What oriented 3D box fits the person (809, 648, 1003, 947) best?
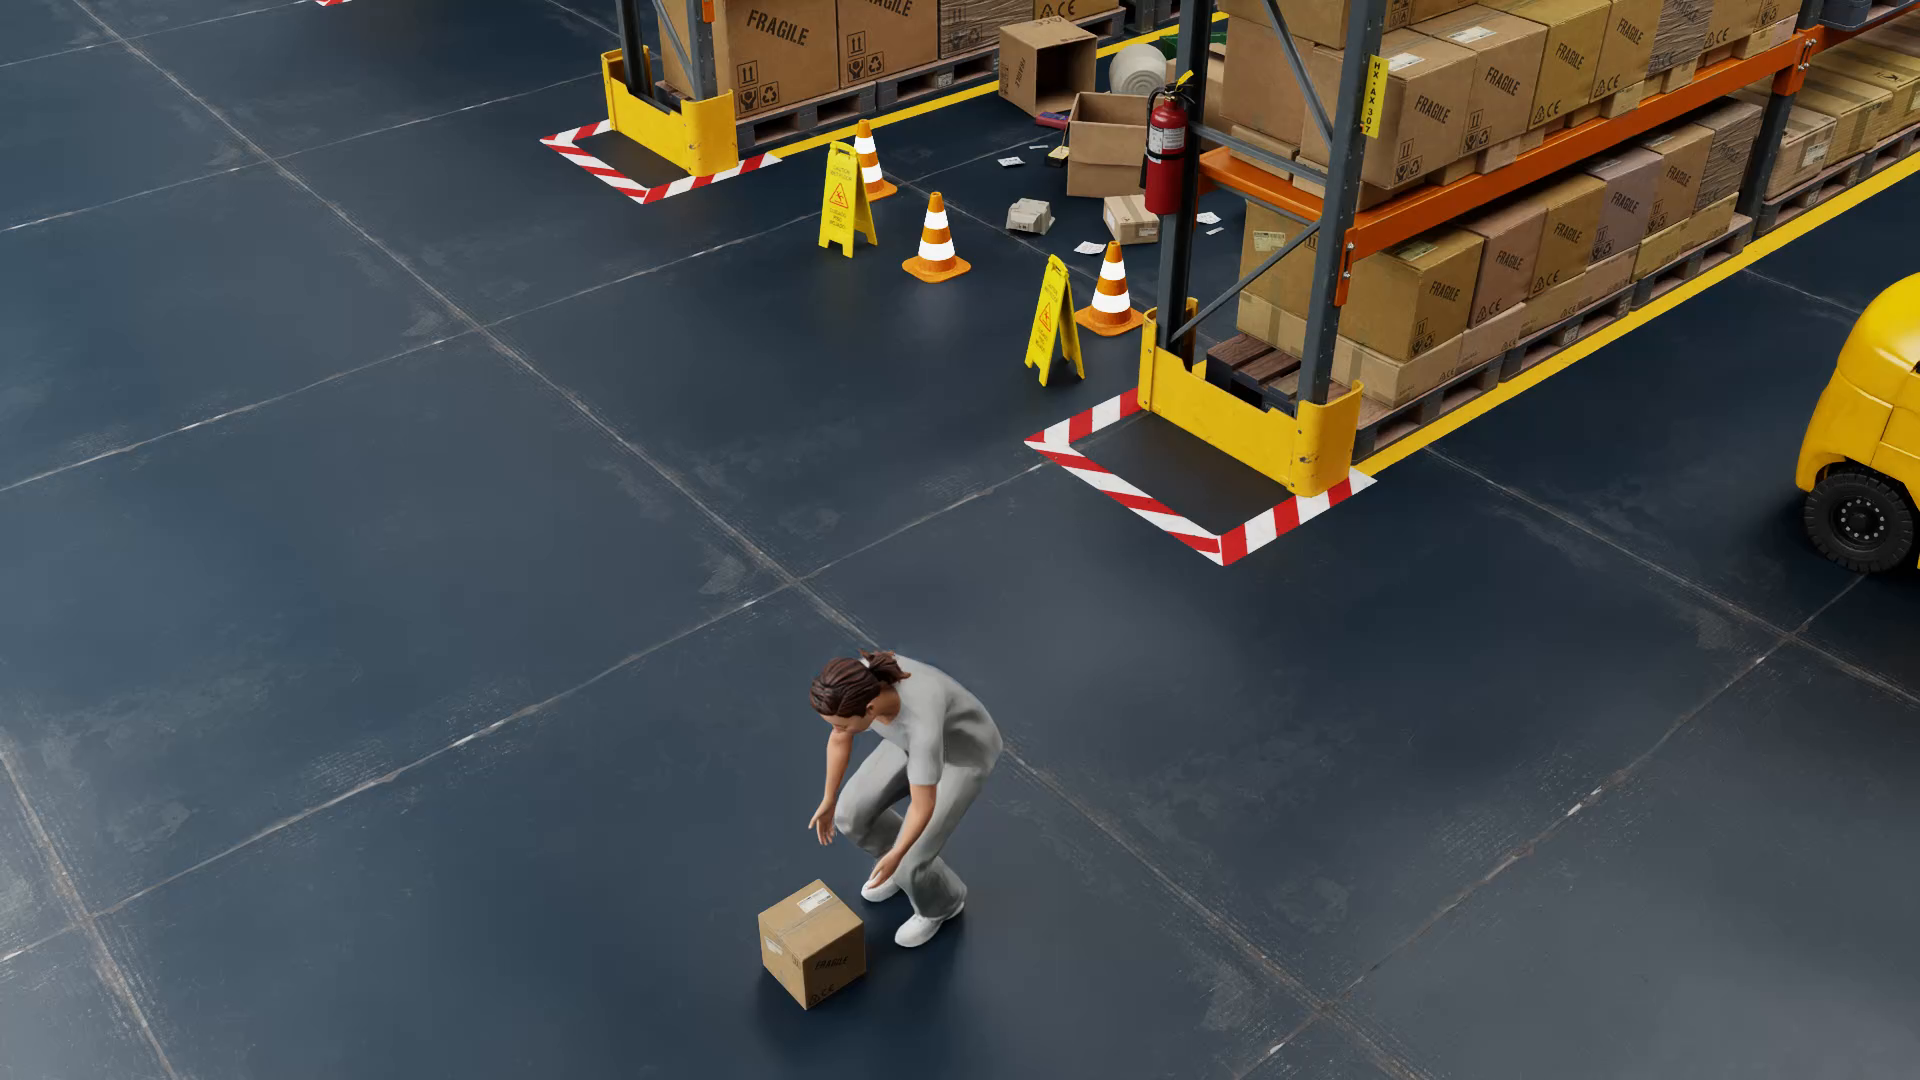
[{"bbox_3d":[-0.166,0.788,5.410,0.697,1.275,0.493,-26,44,-31],"label":"person"}]
